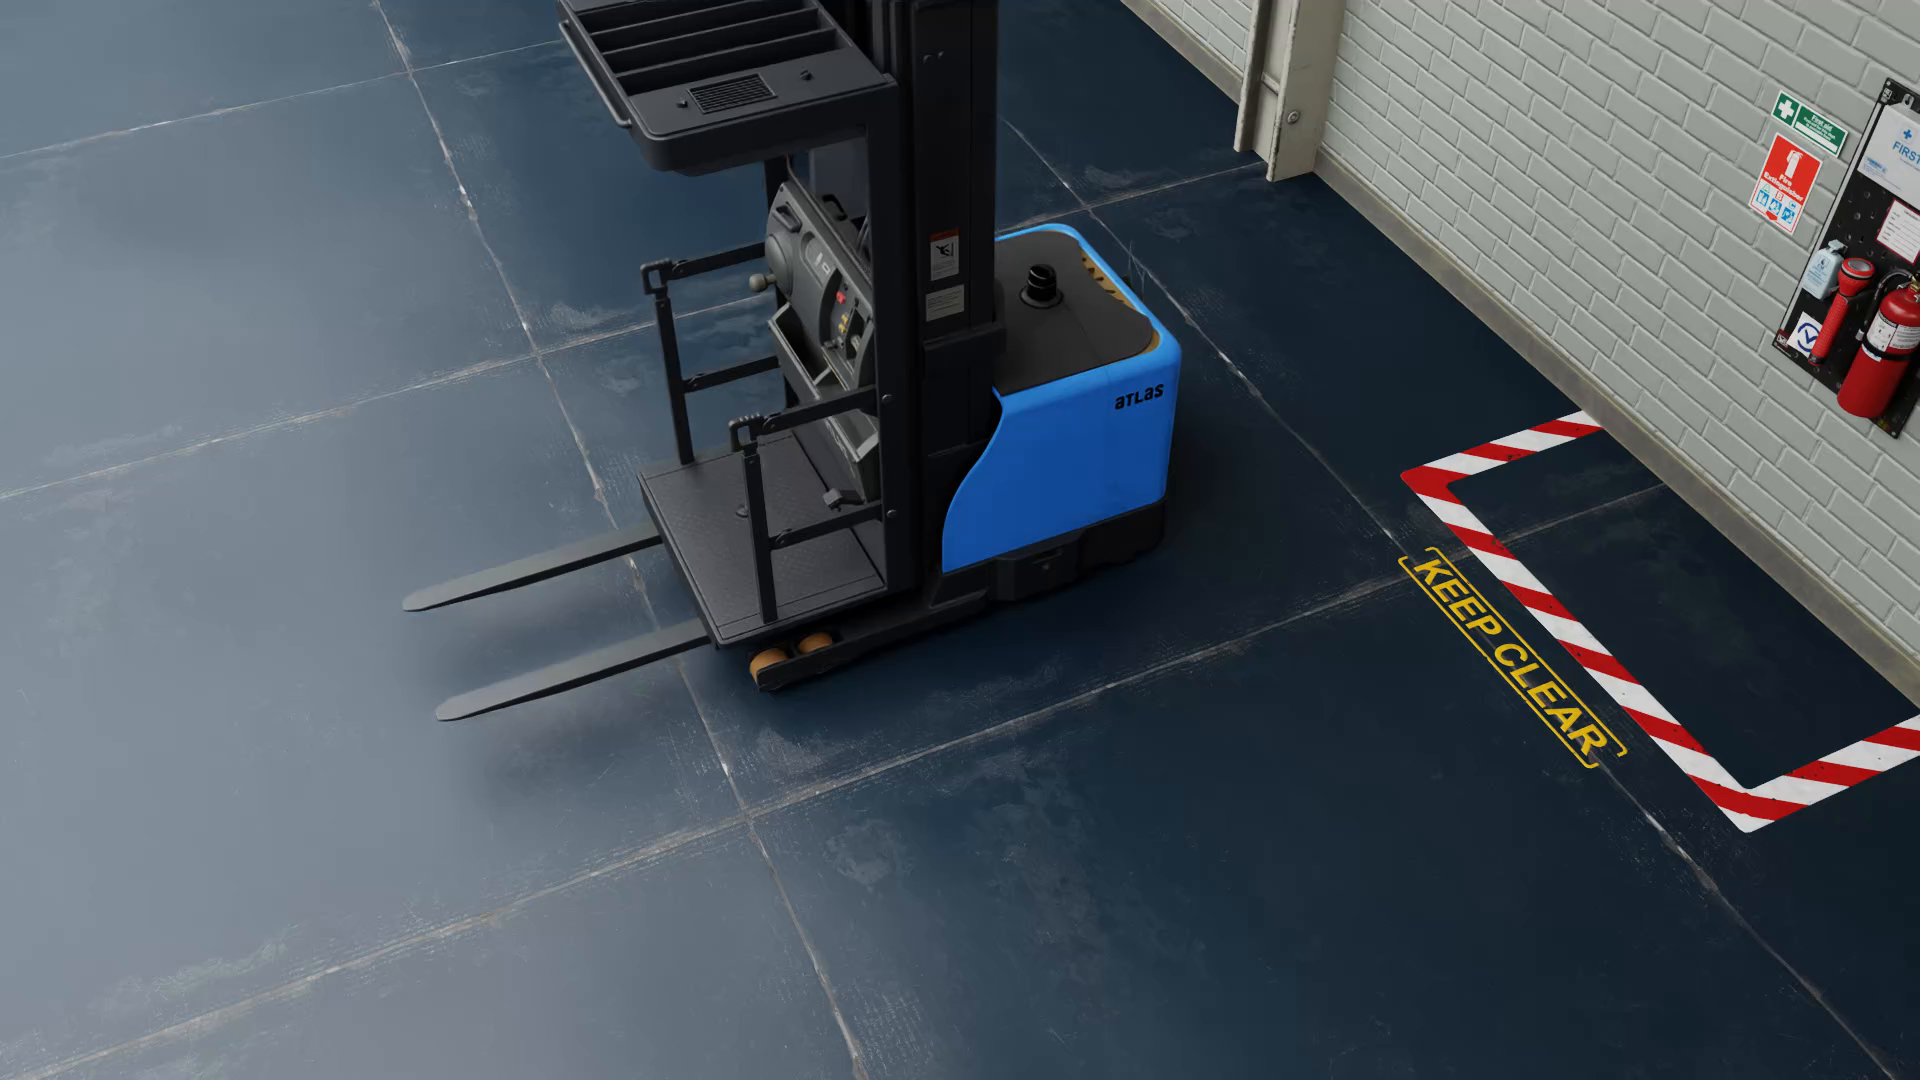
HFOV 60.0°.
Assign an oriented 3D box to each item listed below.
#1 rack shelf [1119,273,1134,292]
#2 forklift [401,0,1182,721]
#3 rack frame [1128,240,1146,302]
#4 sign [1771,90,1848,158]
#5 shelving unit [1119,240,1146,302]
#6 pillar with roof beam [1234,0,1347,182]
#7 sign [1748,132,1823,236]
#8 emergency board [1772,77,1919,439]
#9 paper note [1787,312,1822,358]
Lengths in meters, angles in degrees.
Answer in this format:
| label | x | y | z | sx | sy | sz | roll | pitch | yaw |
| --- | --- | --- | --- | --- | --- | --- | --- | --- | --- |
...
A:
| label | x | y | z | sx | sy | sz | roll | pitch | yaw |
| --- | --- | --- | --- | --- | --- | --- | --- | --- | --- |
| rack shelf | 0.657 | -1.041 | 7.196 | 0.200 | 0.077 | 0.258 | -7 | 45 | -7 |
| forklift | -0.692 | -0.881 | 5.925 | 3.031 | 2.935 | 1.130 | -18 | 47 | -18 |
| rack frame | 0.757 | -0.886 | 7.376 | 0.006 | 0.900 | 0.240 | -7 | 45 | -7 |
| sign | 3.132 | -1.538 | 6.139 | 0.001 | 0.109 | 0.331 | -18 | 47 | -17 |
| shelving unit | 0.657 | -0.873 | 7.363 | 0.210 | 0.900 | 0.258 | -7 | 45 | -7 |
| pillar with roof beam | -2.147 | -4.061 | 4.828 | 9.100 | 9.000 | 0.400 | -18 | 47 | -17 |
| sign | 3.139 | -1.355 | 6.331 | 0.001 | 0.329 | 0.234 | -18 | 47 | -17 |
| emergency board | 3.278 | -0.960 | 5.956 | 0.194 | 1.169 | 0.643 | -18 | 47 | -17 |
| paper note | 3.266 | -0.779 | 6.400 | 0.016 | 0.148 | 0.142 | -18 | 47 | -17 |
